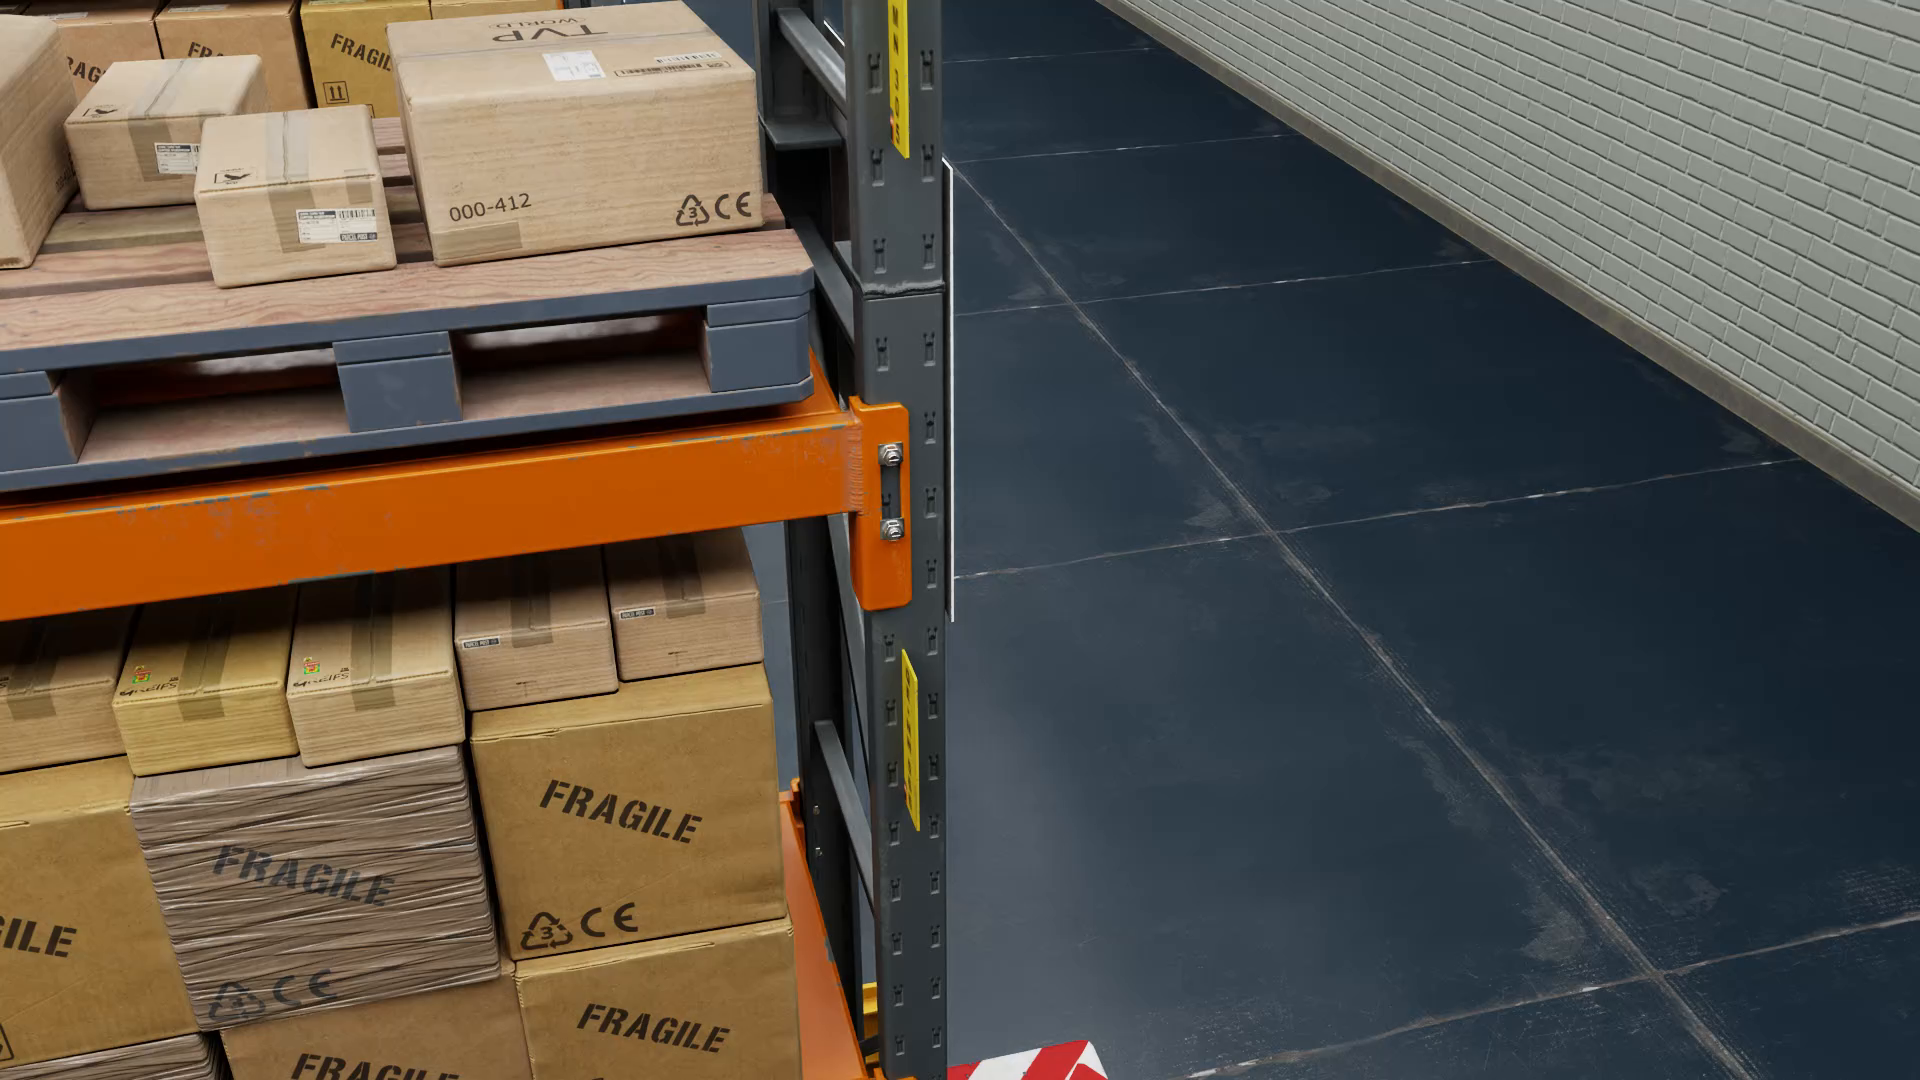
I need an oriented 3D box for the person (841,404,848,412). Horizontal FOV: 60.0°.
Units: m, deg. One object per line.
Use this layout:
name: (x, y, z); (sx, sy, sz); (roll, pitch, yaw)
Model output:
person: (-0.498, -1.417, 8.527); (0.577, 1.785, 0.475); (-5, 30, -9)
